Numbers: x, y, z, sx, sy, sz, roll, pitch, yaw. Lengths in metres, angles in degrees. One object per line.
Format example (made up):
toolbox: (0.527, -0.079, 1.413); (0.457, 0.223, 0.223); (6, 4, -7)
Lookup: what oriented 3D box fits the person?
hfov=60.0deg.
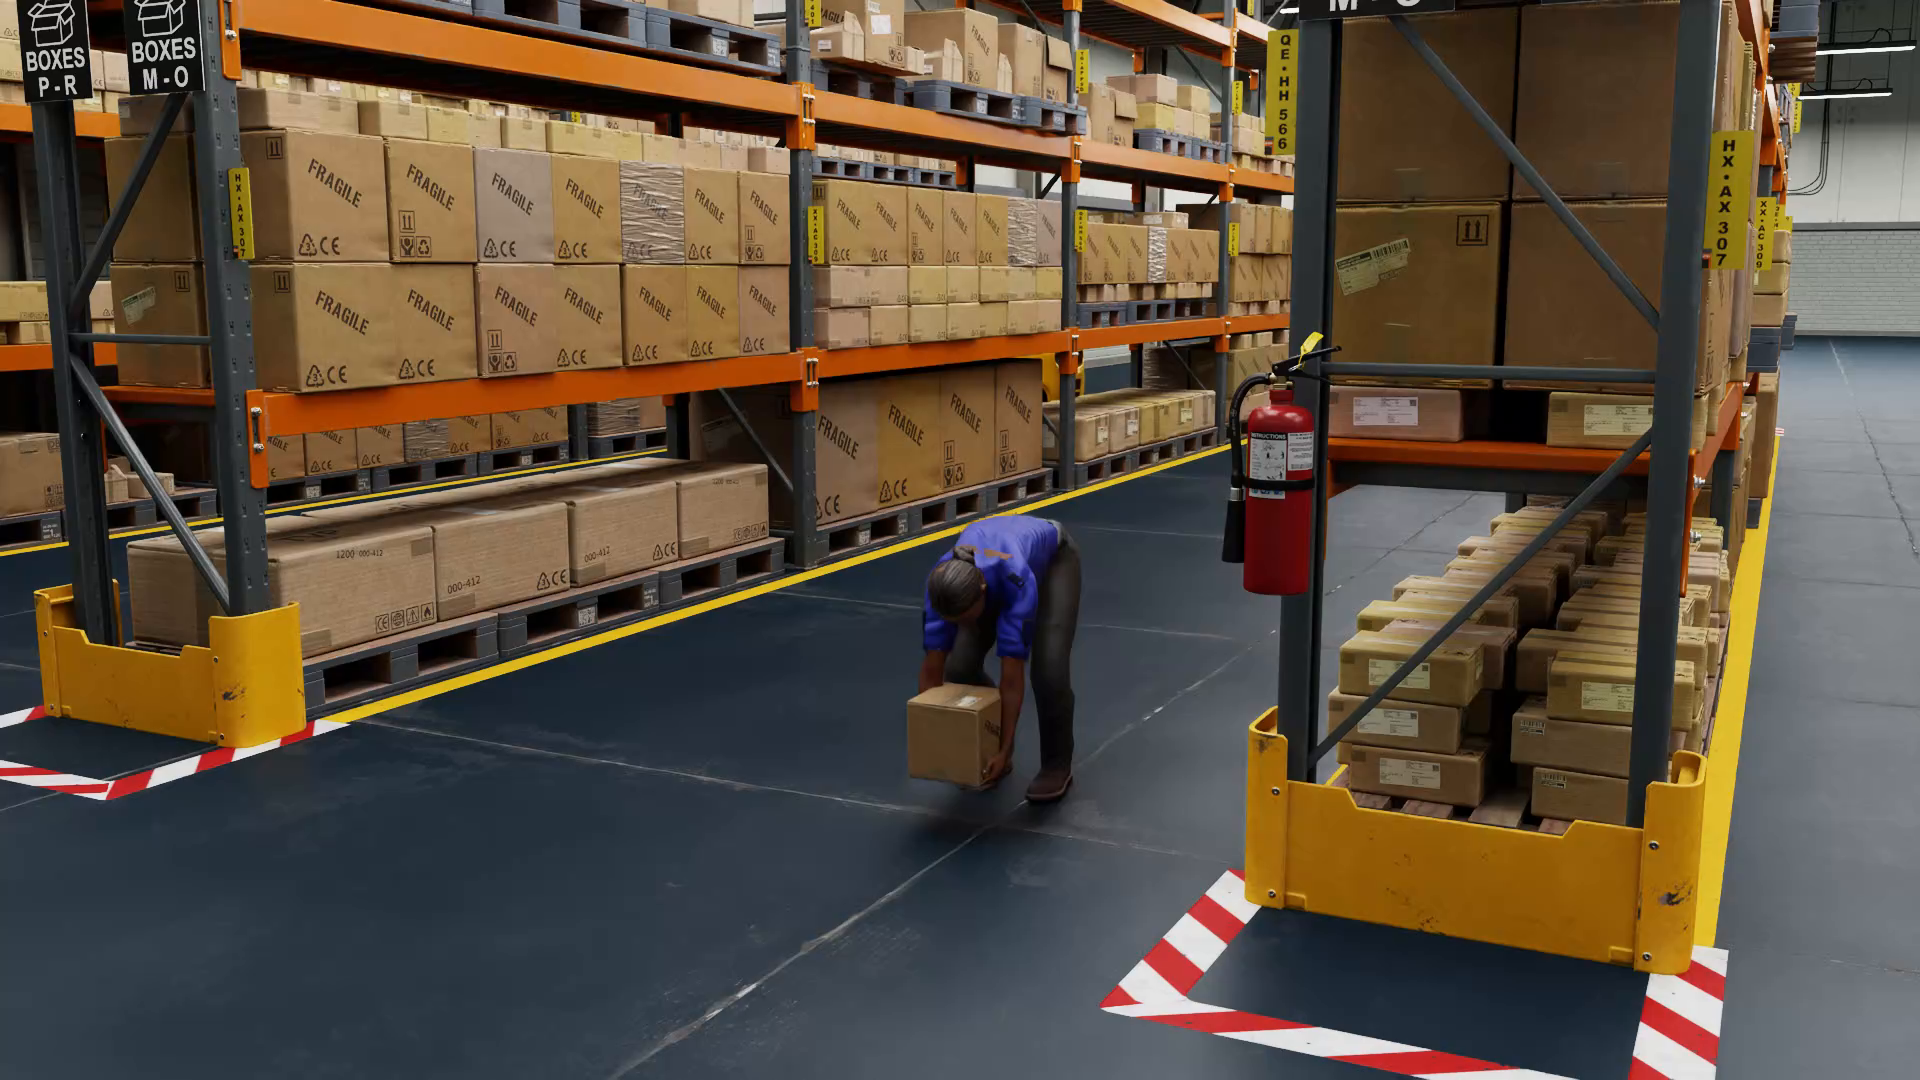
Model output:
person: (0.121, 0.417, 5.525); (0.444, 0.954, 0.876); (4, 10, 23)
